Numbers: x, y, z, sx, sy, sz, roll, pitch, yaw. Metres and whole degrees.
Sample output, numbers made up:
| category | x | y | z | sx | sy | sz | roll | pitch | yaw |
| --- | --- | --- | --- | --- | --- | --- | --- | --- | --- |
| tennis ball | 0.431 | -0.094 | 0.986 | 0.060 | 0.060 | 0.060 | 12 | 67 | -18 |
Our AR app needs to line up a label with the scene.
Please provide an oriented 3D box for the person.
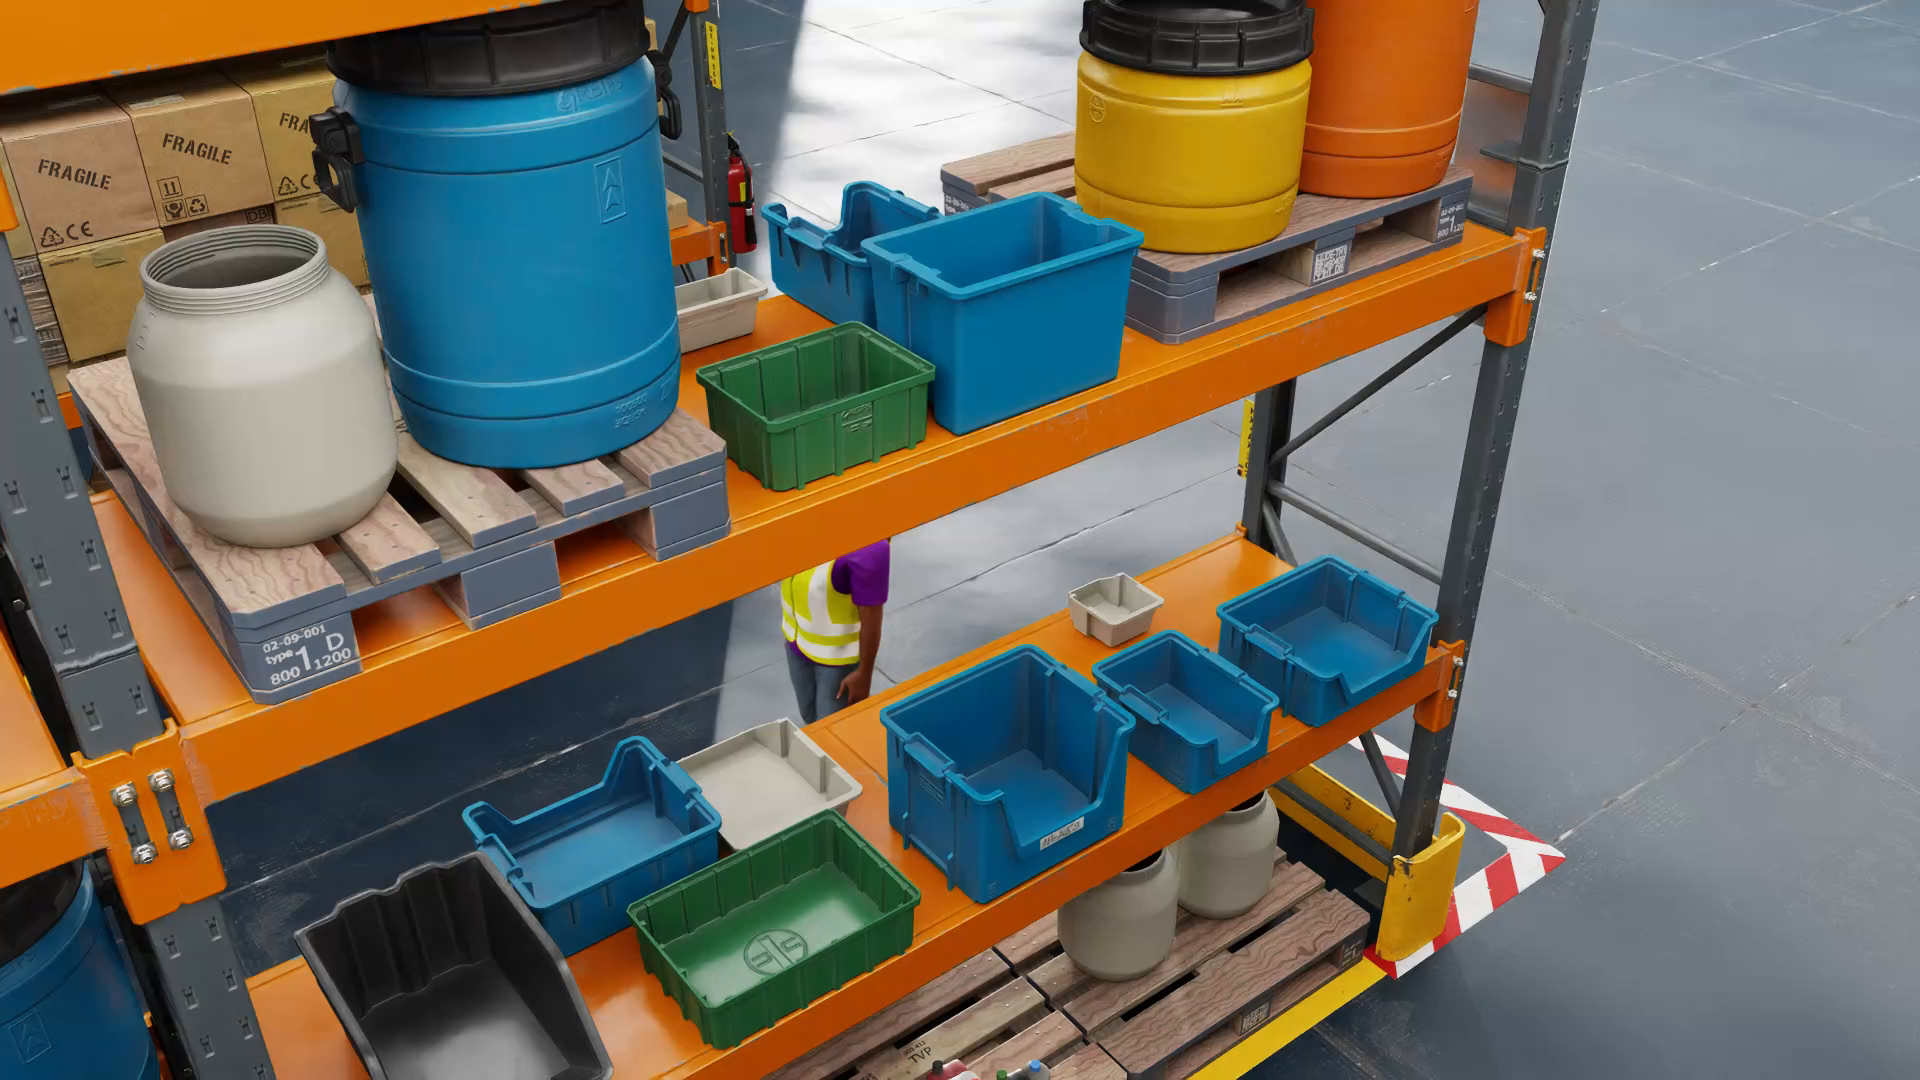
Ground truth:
| category | x | y | z | sx | sy | sz | roll | pitch | yaw |
| --- | --- | --- | --- | --- | --- | --- | --- | --- | --- |
| person | -0.503 | 0.413 | 6.487 | 0.373 | 1.793 | 0.563 | -21 | 38 | -30 |
